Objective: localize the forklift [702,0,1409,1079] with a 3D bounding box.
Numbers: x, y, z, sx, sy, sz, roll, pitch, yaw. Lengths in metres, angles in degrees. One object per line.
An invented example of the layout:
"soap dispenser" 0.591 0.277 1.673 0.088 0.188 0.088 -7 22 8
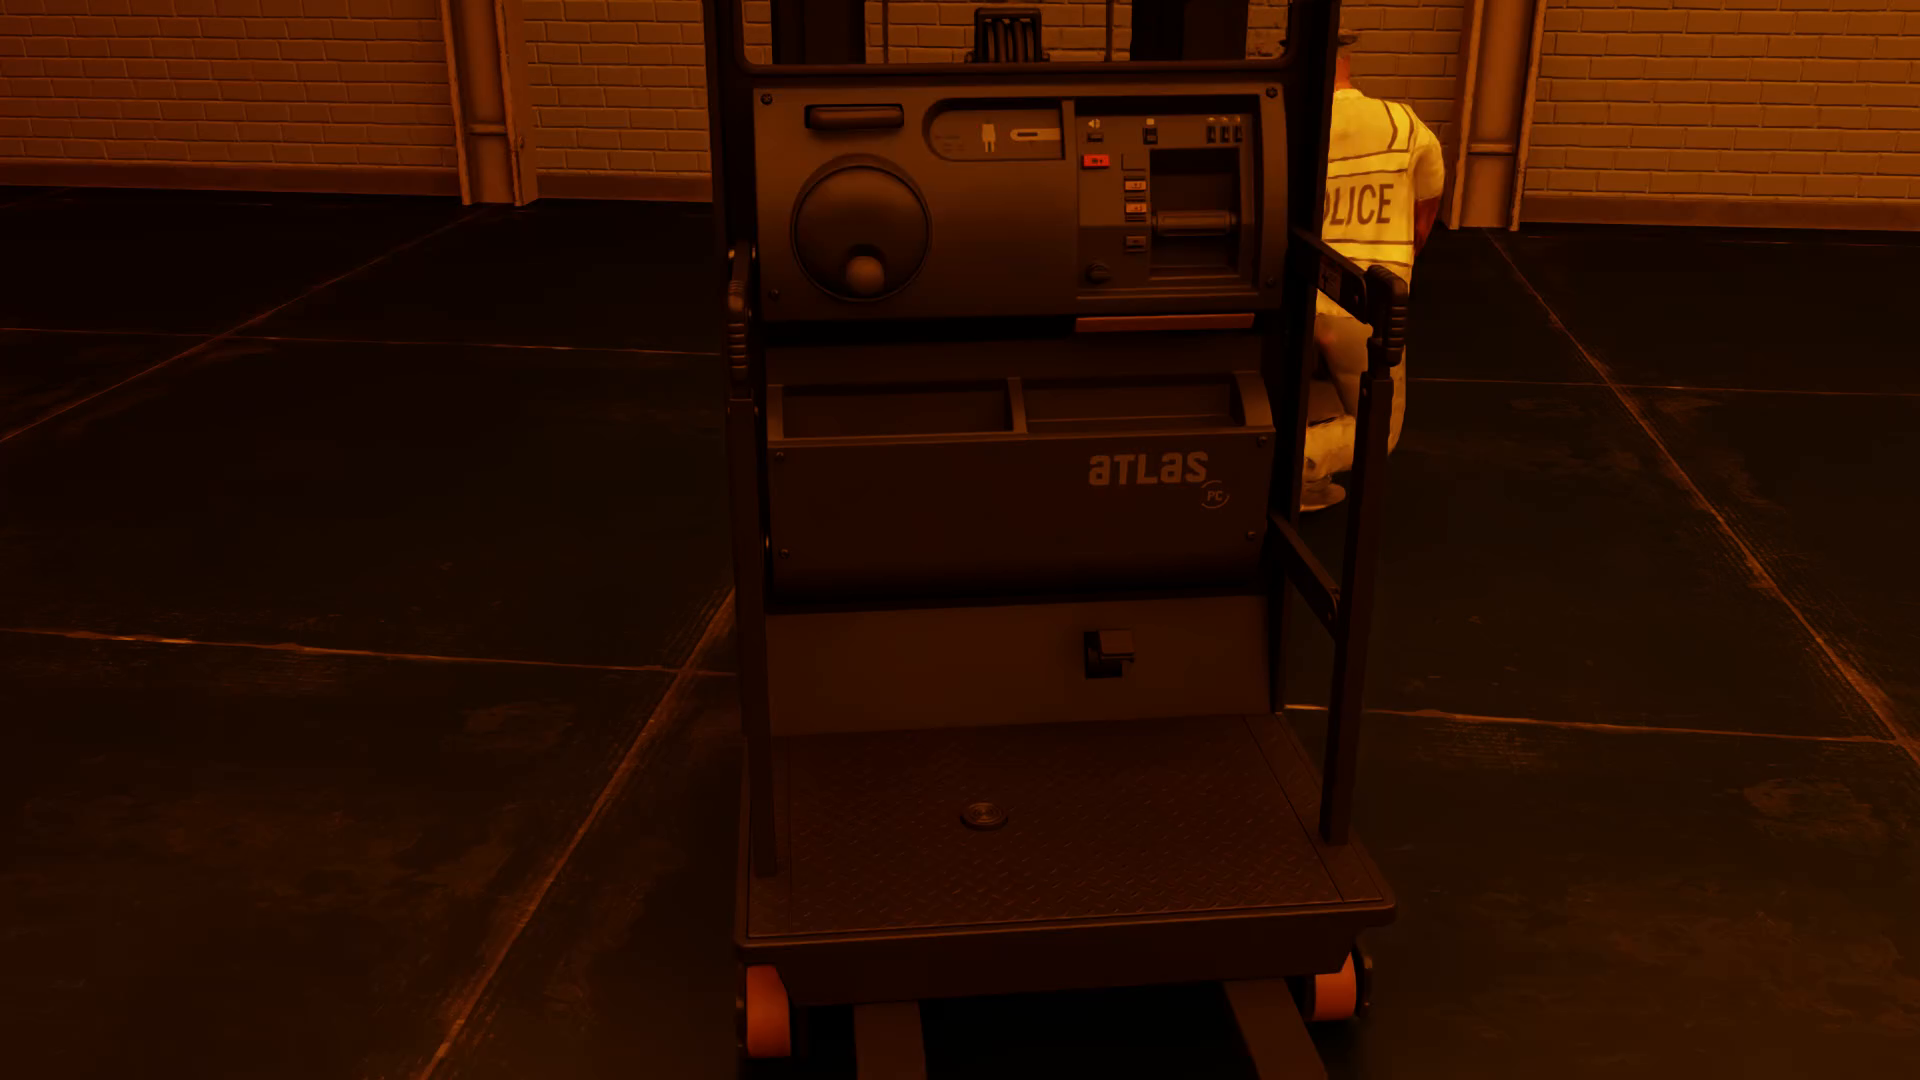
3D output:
"forklift" 0.134 -0.583 2.701 1.130 2.935 3.031 -2 22 -5

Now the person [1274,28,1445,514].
"person" 1.072 -0.774 5.124 0.654 1.531 0.830 12 25 28
